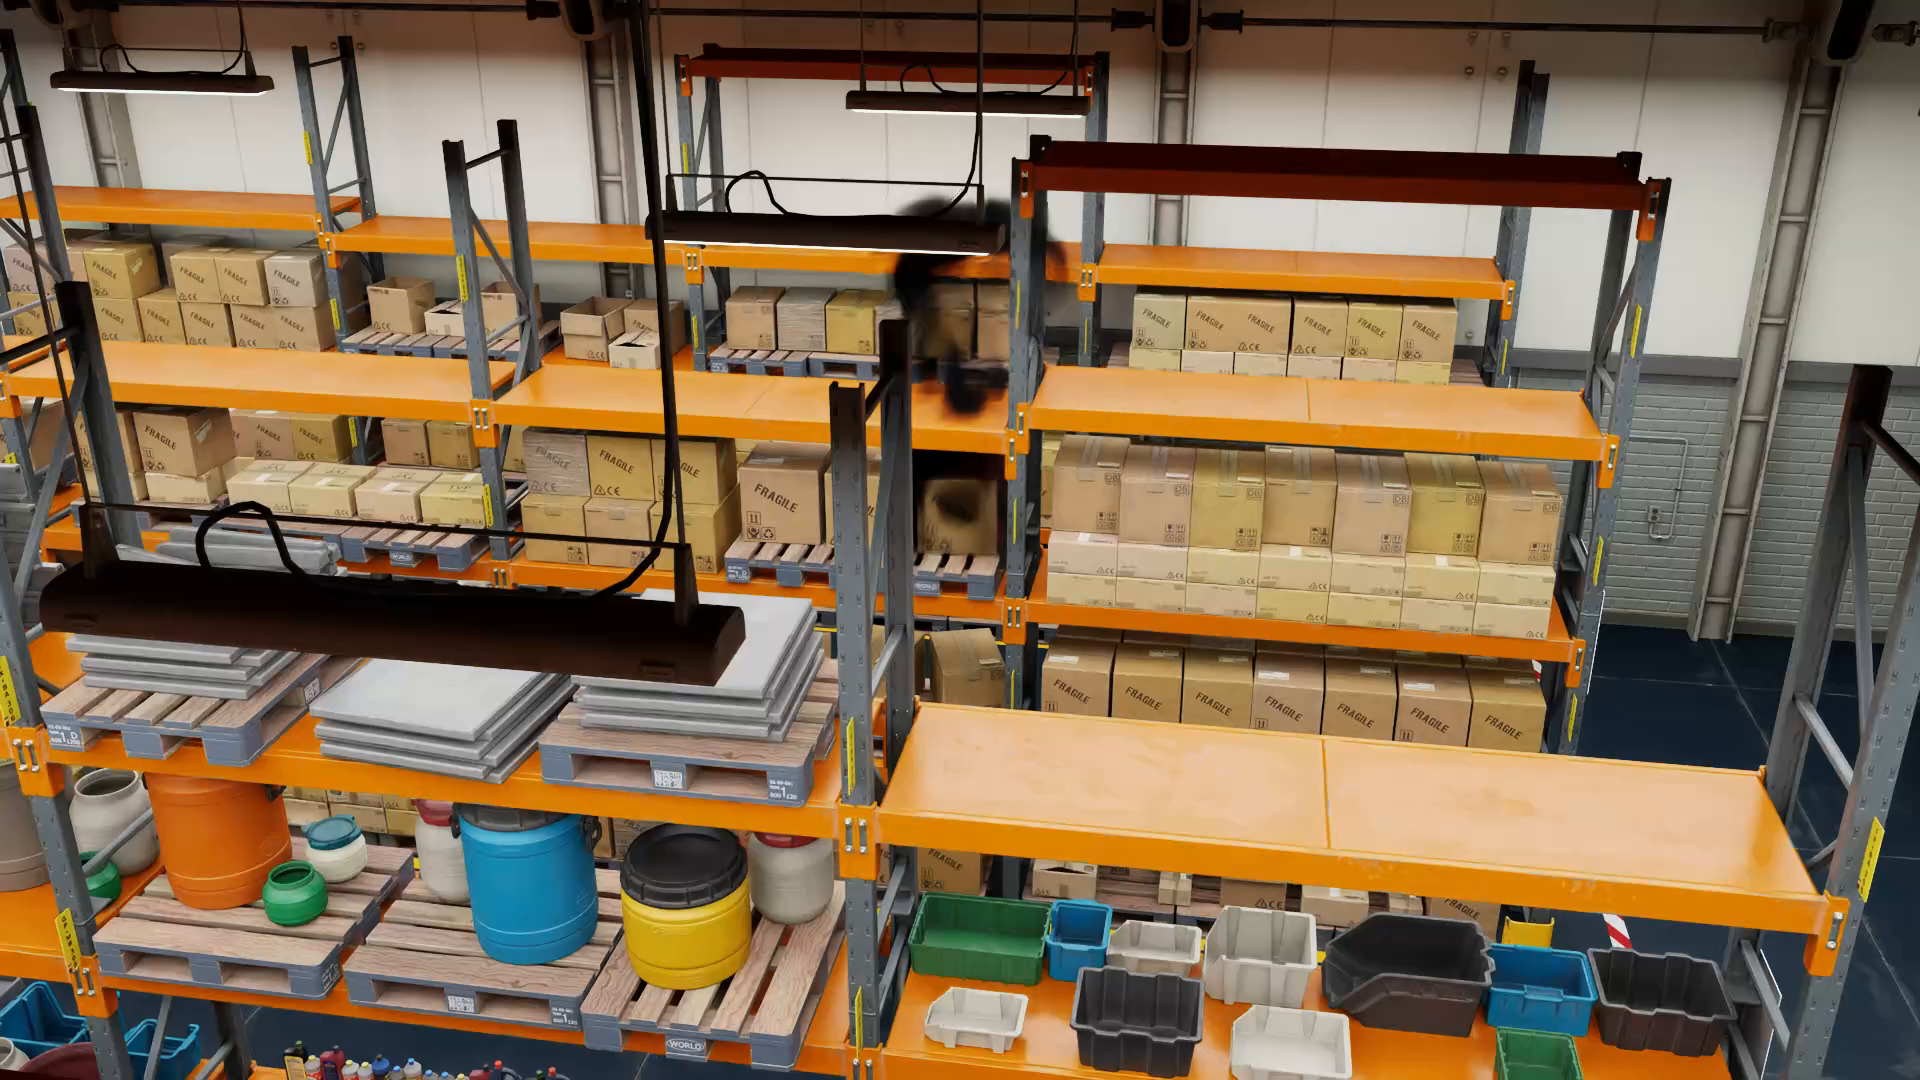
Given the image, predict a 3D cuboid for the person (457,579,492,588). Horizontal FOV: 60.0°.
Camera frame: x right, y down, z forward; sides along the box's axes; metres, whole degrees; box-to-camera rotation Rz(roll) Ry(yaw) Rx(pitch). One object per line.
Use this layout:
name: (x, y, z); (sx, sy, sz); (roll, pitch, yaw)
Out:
person: (-4.235, 1.103, 15.527); (1.126, 1.770, 0.680); (3, 23, 7)

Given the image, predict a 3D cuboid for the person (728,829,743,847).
person: (-1.600, 2.759, 11.786); (0.817, 1.660, 0.688); (-2, 23, -4)
